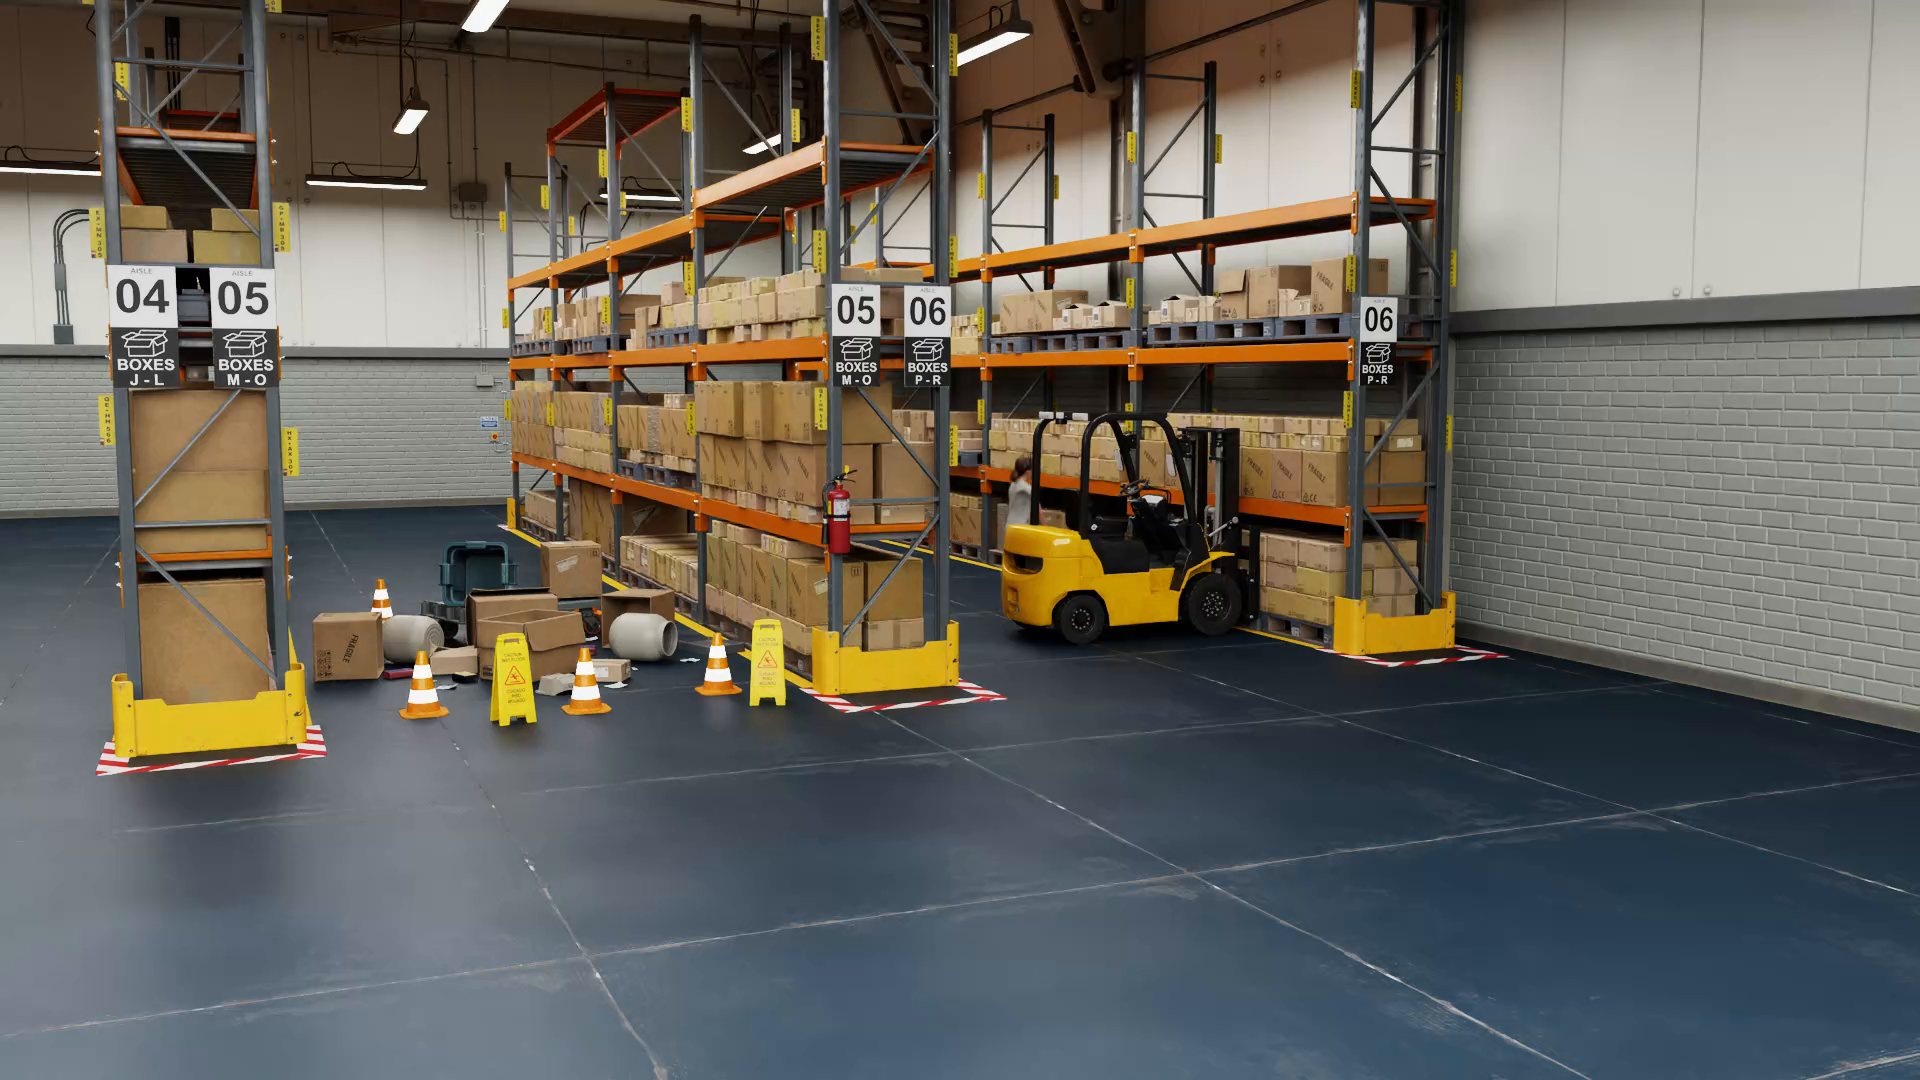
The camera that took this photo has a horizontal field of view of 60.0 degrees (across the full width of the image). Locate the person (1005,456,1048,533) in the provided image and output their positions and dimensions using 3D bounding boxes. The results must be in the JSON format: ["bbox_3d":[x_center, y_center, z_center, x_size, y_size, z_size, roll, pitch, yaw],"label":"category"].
[{"bbox_3d":[0.731,-0.053,17.597,0.508,1.667,0.410,-3,6,-25],"label":"person"}]
